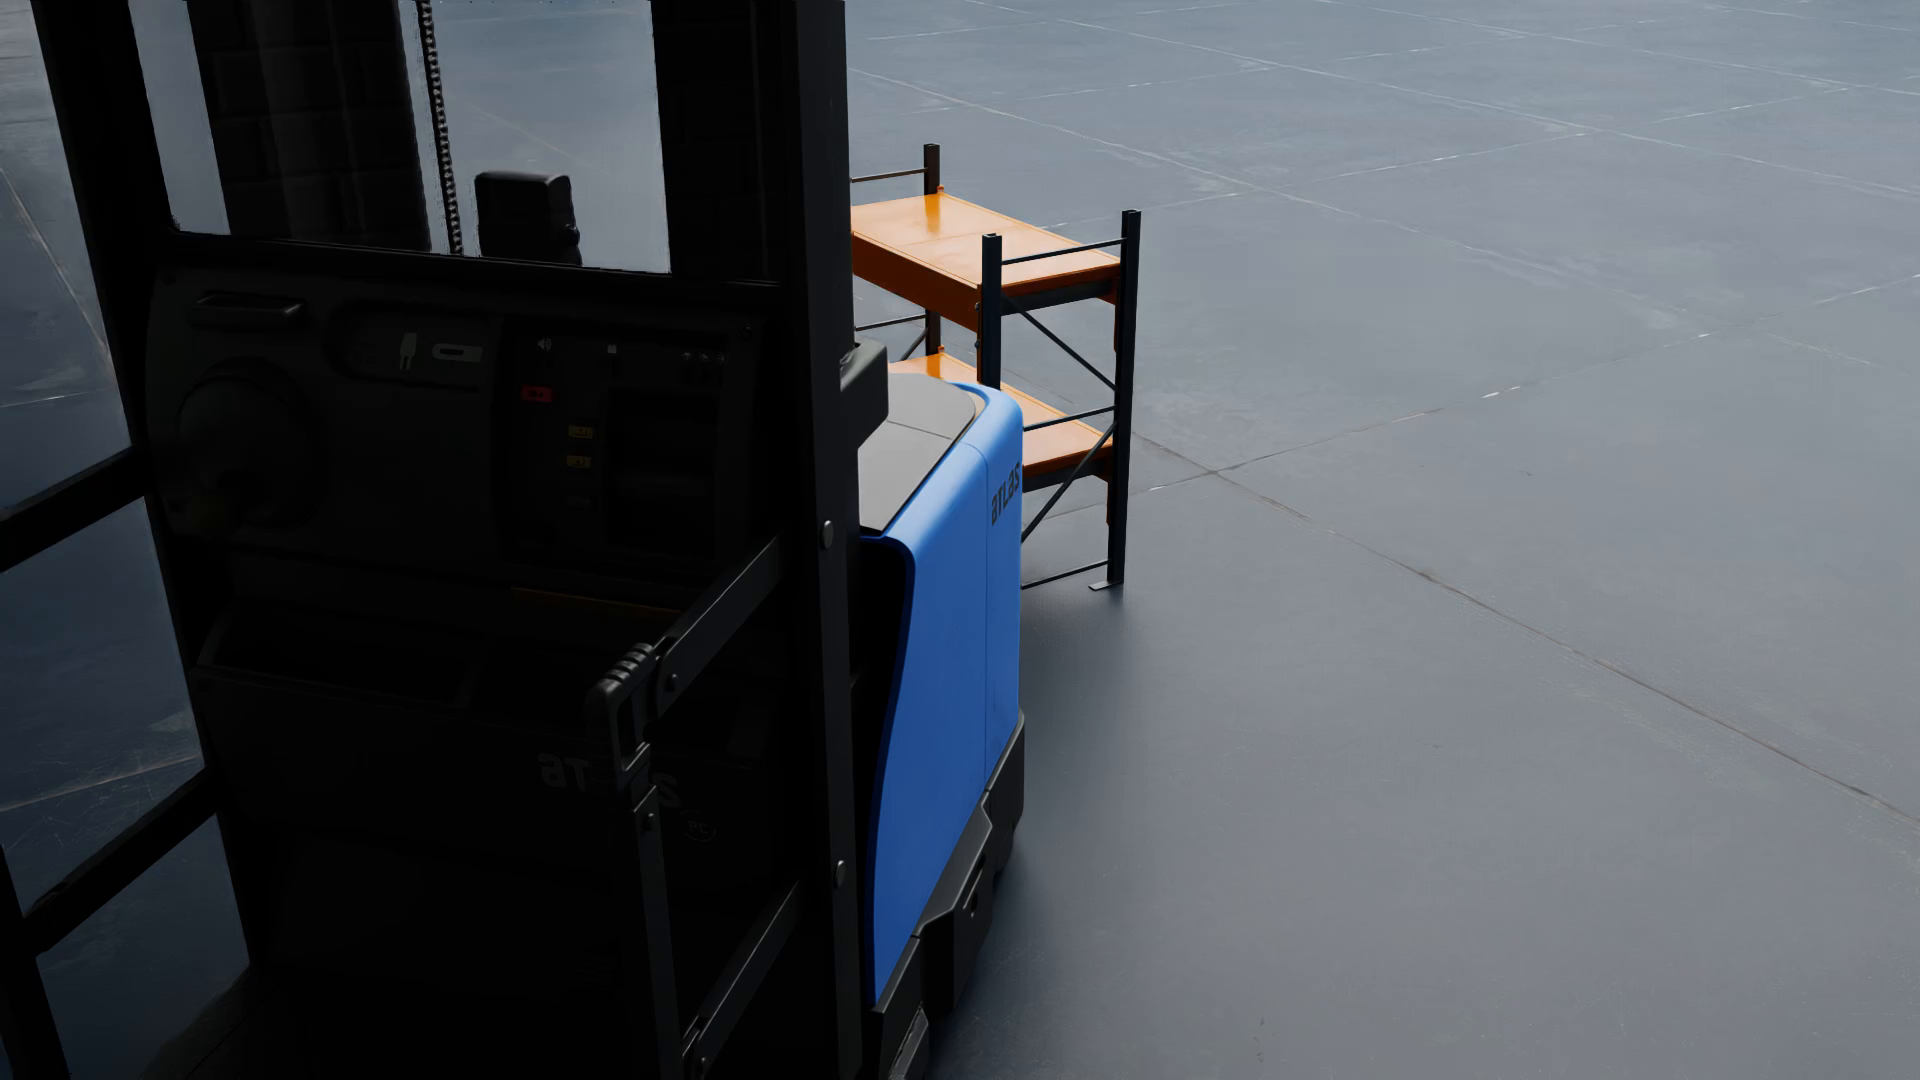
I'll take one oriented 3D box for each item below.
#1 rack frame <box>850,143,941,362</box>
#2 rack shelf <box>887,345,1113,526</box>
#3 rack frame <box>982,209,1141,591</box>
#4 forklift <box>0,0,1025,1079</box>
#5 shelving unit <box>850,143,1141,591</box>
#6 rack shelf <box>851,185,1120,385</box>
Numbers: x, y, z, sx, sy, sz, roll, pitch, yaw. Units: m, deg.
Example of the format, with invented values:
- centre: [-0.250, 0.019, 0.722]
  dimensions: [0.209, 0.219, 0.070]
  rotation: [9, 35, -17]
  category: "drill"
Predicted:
- centre: [-0.281, -0.693, 5.400]
  dimensions: [0.500, 1.125, 0.032]
  rotation: [-16, 29, -30]
  category: "rack frame"
- centre: [-0.004, -0.290, 5.119]
  dimensions: [0.538, 0.278, 1.000]
  rotation: [-16, 29, -30]
  category: "rack shelf"
- centre: [0.274, -0.329, 4.630]
  dimensions: [0.500, 1.125, 0.032]
  rotation: [-16, 29, -30]
  category: "rack frame"
- centre: [-0.763, -0.125, 2.081]
  dimensions: [1.130, 2.935, 3.031]
  rotation: [7, 26, 15]
  category: "forklift"
- centre: [-0.004, -0.511, 5.015]
  dimensions: [0.538, 1.125, 1.048]
  rotation: [-16, 29, -30]
  category: "shelving unit"
- centre: [-0.004, -0.776, 4.890]
  dimensions: [0.538, 0.278, 1.000]
  rotation: [-16, 29, -30]
  category: "rack shelf"
